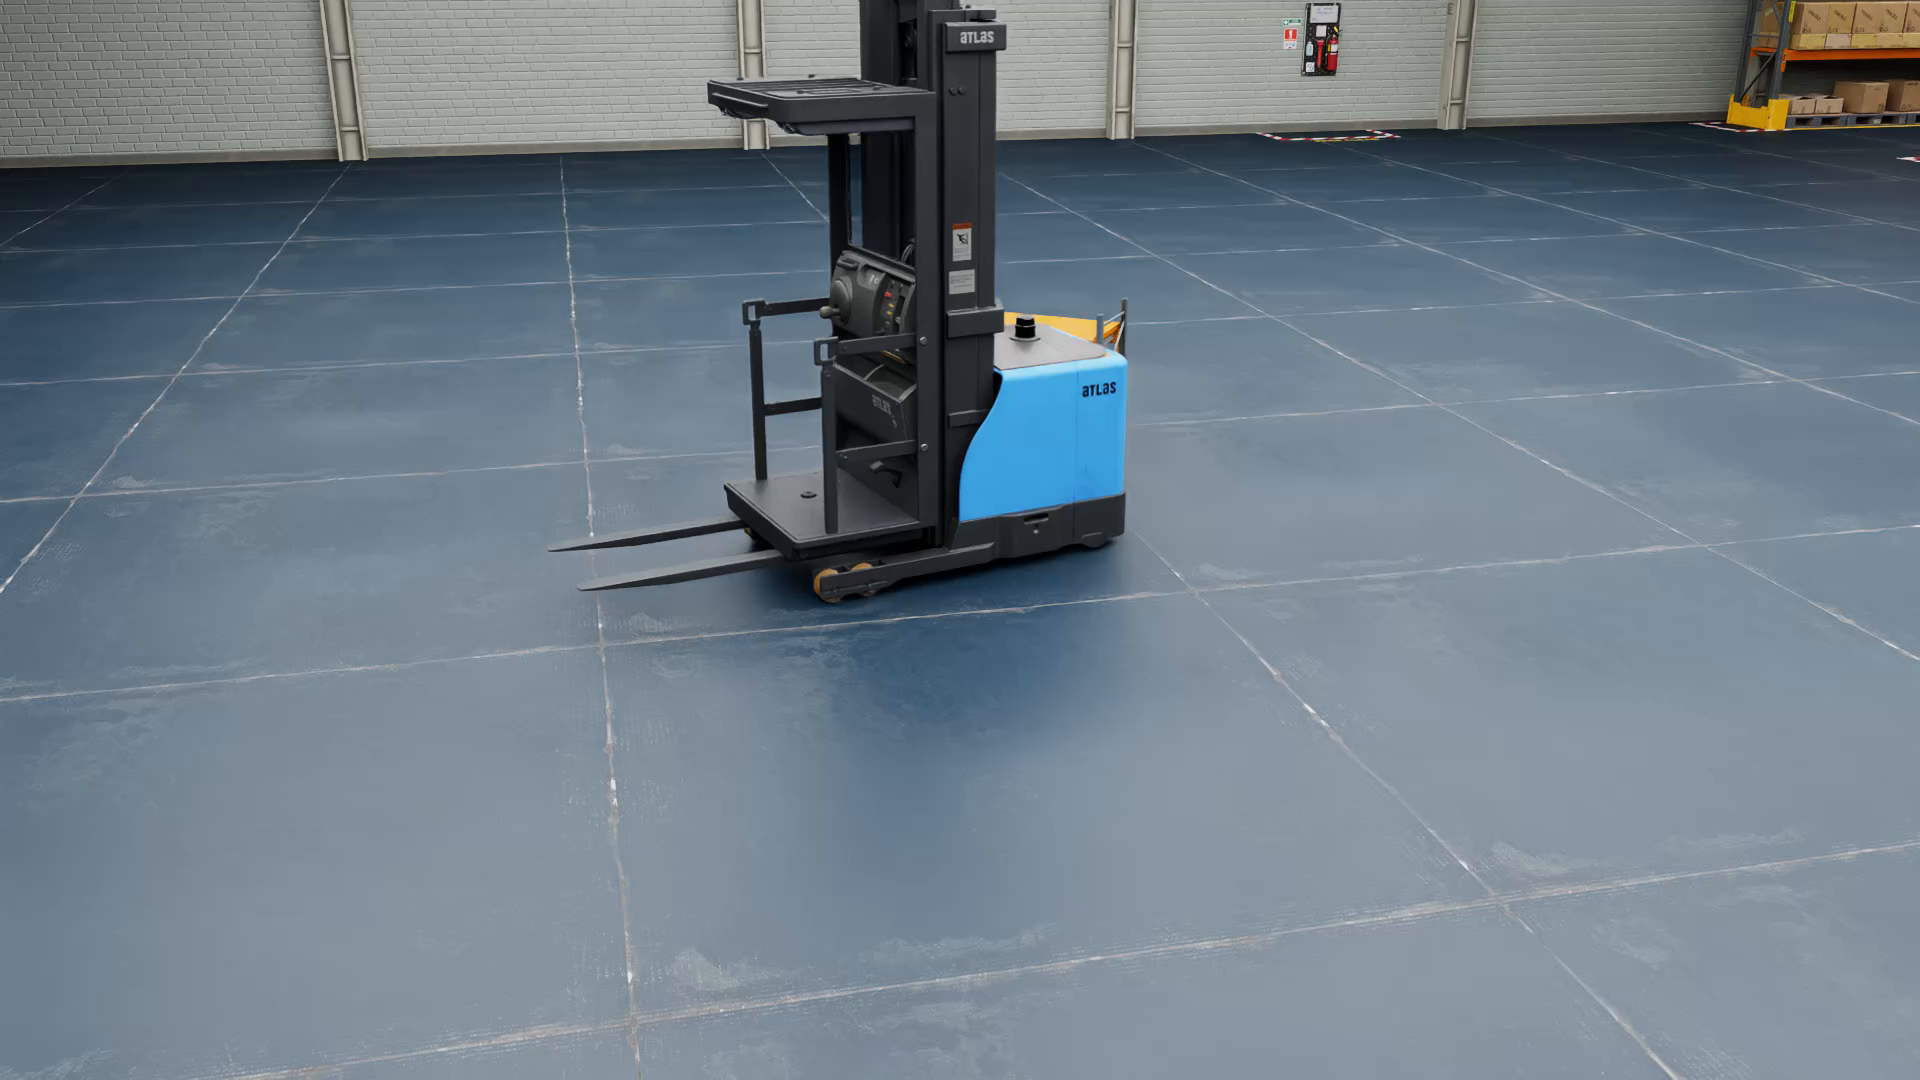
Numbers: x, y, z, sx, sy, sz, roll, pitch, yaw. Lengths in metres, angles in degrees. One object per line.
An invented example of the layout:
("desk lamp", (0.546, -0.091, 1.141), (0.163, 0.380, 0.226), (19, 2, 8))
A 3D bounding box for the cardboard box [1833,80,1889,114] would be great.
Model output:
("cardboard box", (15.804, -7.787, 29.205), (0.500, 0.500, 0.700), (-6, 21, -16))

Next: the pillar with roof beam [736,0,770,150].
("pillar with roof beam", (-2.214, -8.939, 20.634), (0.400, 9.000, 9.100), (-5, 21, -12))

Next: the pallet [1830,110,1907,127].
("pallet", (15.888, -7.487, 29.447), (1.213, 0.211, 1.003), (-5, 21, -12))

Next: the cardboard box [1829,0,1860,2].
("cardboard box", (15.234, -9.121, 28.953), (0.500, 0.500, 0.500), (-5, 21, -14))

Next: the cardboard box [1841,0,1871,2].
("cardboard box", (15.724, -9.161, 29.061), (0.500, 0.500, 0.500), (-4, 21, -12))

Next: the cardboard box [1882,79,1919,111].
("cardboard box", (16.722, -7.897, 29.505), (0.500, 0.500, 0.500), (-6, 21, -17))

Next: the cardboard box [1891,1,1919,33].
("cardboard box", (16.357, -9.032, 28.709), (0.500, 0.500, 0.500), (-5, 21, -14))

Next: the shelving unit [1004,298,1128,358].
("shelving unit", (0.434, -0.916, 10.181), (1.048, 1.125, 0.538), (8, 22, 22))

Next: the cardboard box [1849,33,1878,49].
("cardboard box", (15.377, -8.598, 28.615), (0.500, 0.250, 0.500), (-5, 21, -13))

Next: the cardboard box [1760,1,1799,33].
("cardboard box", (14.240, -9.042, 28.737), (0.500, 0.500, 0.500), (-5, 21, -13))

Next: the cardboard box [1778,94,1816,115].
("cardboard box", (14.524, -7.611, 29.002), (0.500, 0.311, 0.500), (-7, 21, -19))

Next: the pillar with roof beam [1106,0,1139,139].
("pillar with roof beam", (3.625, -9.414, 21.931), (0.400, 9.000, 9.100), (-5, 21, -12))

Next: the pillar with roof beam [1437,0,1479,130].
("pillar with roof beam", (9.464, -9.889, 23.227), (0.400, 9.000, 9.100), (-5, 21, -12))

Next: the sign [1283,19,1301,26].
("sign", (5.504, -8.584, 27.564), (0.331, 0.109, 0.001), (-5, 21, -12))

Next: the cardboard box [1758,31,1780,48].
("cardboard box", (14.241, -8.684, 28.848), (0.500, 0.250, 0.500), (-4, 21, -12))

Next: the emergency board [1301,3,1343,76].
("emergency board", (6.060, -8.330, 27.694), (0.643, 1.169, 0.194), (-5, 21, -12))

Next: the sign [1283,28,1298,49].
("sign", (5.498, -8.338, 27.662), (0.234, 0.329, 0.001), (-5, 21, -12))

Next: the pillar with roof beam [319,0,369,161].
("pillar with roof beam", (-8.053, -8.464, 19.338), (0.400, 9.000, 9.100), (-5, 21, -12))

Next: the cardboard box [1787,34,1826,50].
("cardboard box", (14.378, -8.514, 28.385), (0.500, 0.250, 0.500), (-5, 21, -14))

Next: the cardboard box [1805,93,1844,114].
("cardboard box", (15.079, -7.657, 29.125), (0.500, 0.311, 0.500), (-3, 20, -8))

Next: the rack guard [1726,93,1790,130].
("rack guard", (13.904, -7.475, 28.994), (0.348, 0.500, 1.175), (-5, 21, -12))

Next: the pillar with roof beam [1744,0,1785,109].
("pillar with roof beam", (15.303, -10.364, 24.524), (0.400, 9.000, 9.100), (-5, 21, -12))

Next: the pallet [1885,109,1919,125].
("pallet", (17.077, -7.585, 29.714), (1.213, 0.211, 1.003), (-5, 21, -12))

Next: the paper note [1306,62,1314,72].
("paper note", (5.872, -7.925, 27.870), (0.142, 0.148, 0.016), (-5, 21, -12))

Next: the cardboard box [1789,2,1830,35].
("cardboard box", (14.364, -8.871, 28.270), (0.500, 0.500, 0.500), (-5, 21, -12))

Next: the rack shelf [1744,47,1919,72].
("rack shelf", (15.777, -8.463, 29.104), (4.000, 0.370, 1.077), (-5, 21, -12))

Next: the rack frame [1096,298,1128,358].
("rack frame", (0.901, -0.847, 9.992), (0.032, 1.125, 0.500), (8, 22, 22))

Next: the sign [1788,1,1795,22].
("sign", (13.955, -8.868, 27.903), (0.005, 0.325, 0.100), (-5, 21, -12))

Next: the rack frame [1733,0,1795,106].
("rack frame", (13.830, -8.643, 28.548), (0.127, 3.000, 1.000), (-5, 21, -12))

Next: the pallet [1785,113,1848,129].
("pallet", (14.703, -7.392, 29.187), (1.213, 0.211, 1.003), (-5, 21, -12))

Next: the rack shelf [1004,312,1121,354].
("rack shelf", (0.434, -1.191, 10.080), (1.000, 0.278, 0.538), (8, 22, 22))

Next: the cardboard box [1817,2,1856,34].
("cardboard box", (14.847, -8.907, 28.367), (0.500, 0.500, 0.500), (-5, 21, -12))

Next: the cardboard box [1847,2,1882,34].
("cardboard box", (15.352, -8.946, 28.473), (0.500, 0.500, 0.500), (-5, 21, -14))

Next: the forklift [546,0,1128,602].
("forklift", (-0.635, -1.266, 8.510), (3.031, 2.935, 1.130), (-10, 22, -25))

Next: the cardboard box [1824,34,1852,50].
("cardboard box", (14.880, -8.560, 28.511), (0.500, 0.250, 0.500), (-5, 21, -14))

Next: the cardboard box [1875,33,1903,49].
("cardboard box", (15.870, -8.638, 28.722), (0.500, 0.250, 0.500), (-4, 21, -12))

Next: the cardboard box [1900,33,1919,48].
("cardboard box", (16.359, -8.678, 28.832), (0.500, 0.250, 0.500), (-5, 21, -13))

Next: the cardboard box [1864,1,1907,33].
("cardboard box", (15.851, -8.990, 28.596), (0.500, 0.500, 0.500), (-4, 20, -11))
